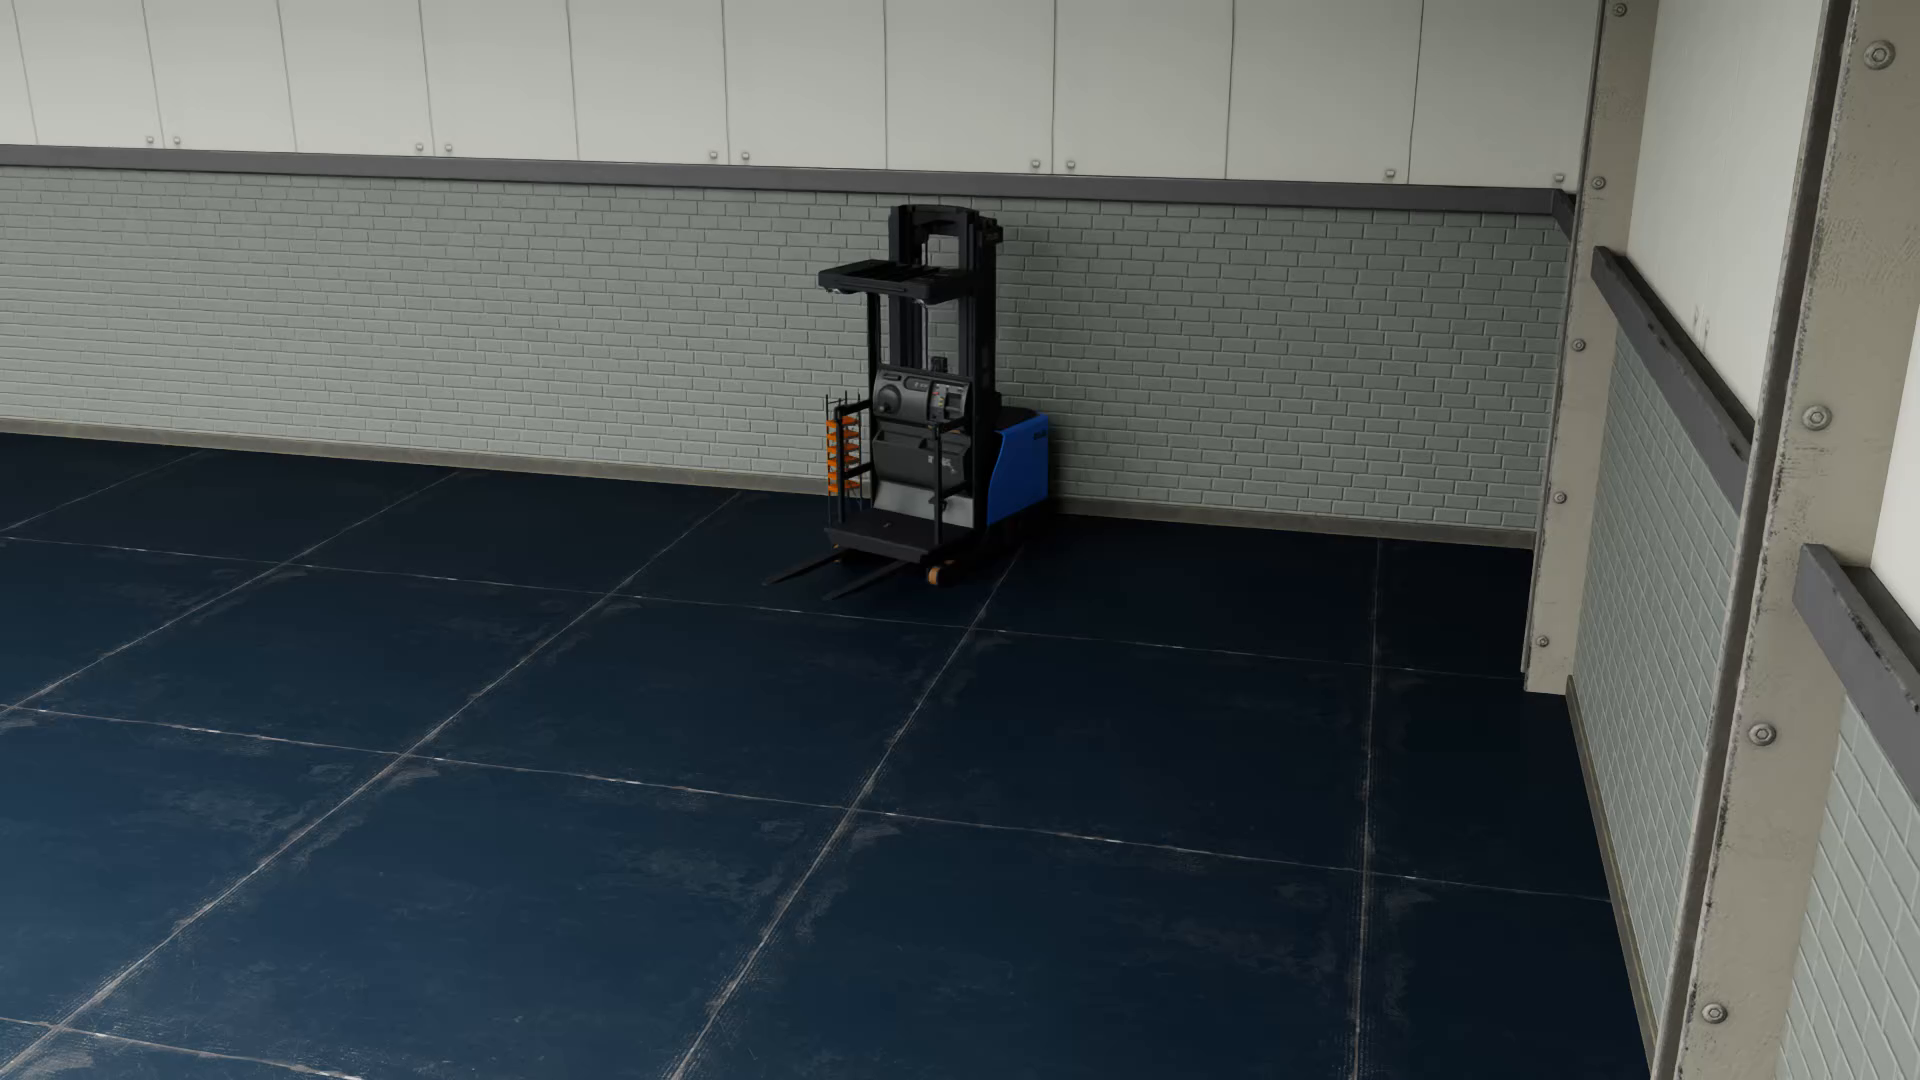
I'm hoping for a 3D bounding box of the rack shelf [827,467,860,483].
[{"bbox_3d":[-1.040,-0.570,15.008,0.258,0.103,0.180,-17,25,-40],"label":"rack shelf"}]

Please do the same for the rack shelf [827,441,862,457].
[{"bbox_3d":[-1.040,-0.797,14.931,0.258,0.103,0.180,-17,25,-40],"label":"rack shelf"}]

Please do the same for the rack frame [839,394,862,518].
[{"bbox_3d":[-0.978,-0.704,14.892,0.240,1.200,0.006,-17,25,-40],"label":"rack frame"}]

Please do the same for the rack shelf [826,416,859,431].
[{"bbox_3d":[-1.040,-1.024,14.853,0.258,0.103,0.180,-17,25,-40],"label":"rack shelf"}]

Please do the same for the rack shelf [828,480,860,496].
[{"bbox_3d":[-1.040,-0.456,15.047,0.258,0.103,0.180,-17,25,-40],"label":"rack shelf"}]

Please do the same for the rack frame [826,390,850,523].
[{"bbox_3d":[-1.102,-0.747,15.019,0.240,1.200,0.006,-17,25,-40],"label":"rack frame"}]

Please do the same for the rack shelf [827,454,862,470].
[{"bbox_3d":[-1.040,-0.683,14.970,0.258,0.103,0.180,-17,25,-40],"label":"rack shelf"}]

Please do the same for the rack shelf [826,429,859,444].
[{"bbox_3d":[-1.040,-0.911,14.892,0.258,0.103,0.180,-17,25,-40],"label":"rack shelf"}]

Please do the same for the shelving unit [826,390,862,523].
[{"bbox_3d":[-1.040,-0.725,14.955,0.258,1.200,0.189,-17,25,-40],"label":"shelving unit"}]

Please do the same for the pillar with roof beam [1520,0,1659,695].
[{"bbox_3d":[-0.039,-3.595,11.291,9.100,9.000,0.400,5,19,13],"label":"pillar with roof beam"}]

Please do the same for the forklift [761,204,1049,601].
[{"bbox_3d":[-0.439,-1.182,13.615,1.130,2.935,3.031,12,22,32],"label":"forklift"}]
